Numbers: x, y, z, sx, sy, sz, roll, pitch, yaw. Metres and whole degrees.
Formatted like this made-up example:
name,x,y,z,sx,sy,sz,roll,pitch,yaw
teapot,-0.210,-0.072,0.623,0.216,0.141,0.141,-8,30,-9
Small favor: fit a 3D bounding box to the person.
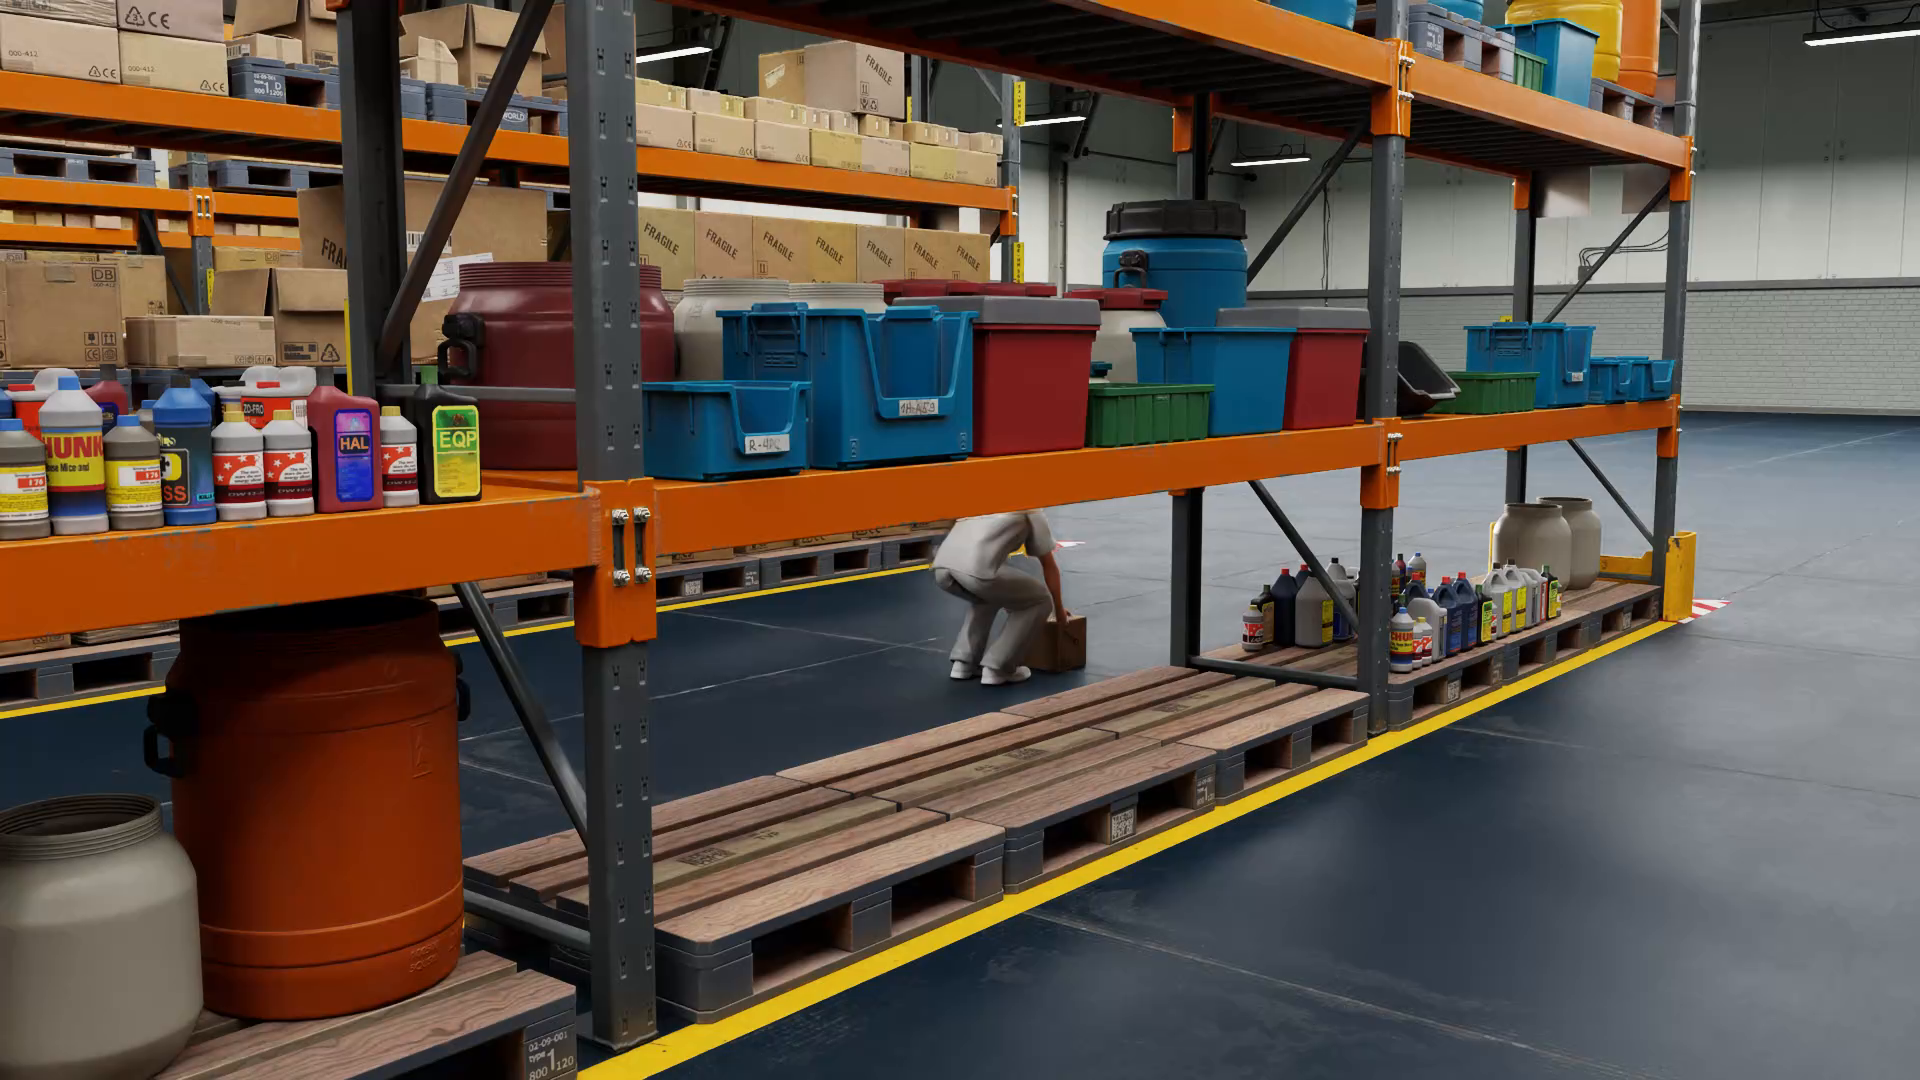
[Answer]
name,x,y,z,sx,sy,sz,roll,pitch,yaw
person,0.186,0.174,8.158,0.488,1.000,0.777,6,9,43
